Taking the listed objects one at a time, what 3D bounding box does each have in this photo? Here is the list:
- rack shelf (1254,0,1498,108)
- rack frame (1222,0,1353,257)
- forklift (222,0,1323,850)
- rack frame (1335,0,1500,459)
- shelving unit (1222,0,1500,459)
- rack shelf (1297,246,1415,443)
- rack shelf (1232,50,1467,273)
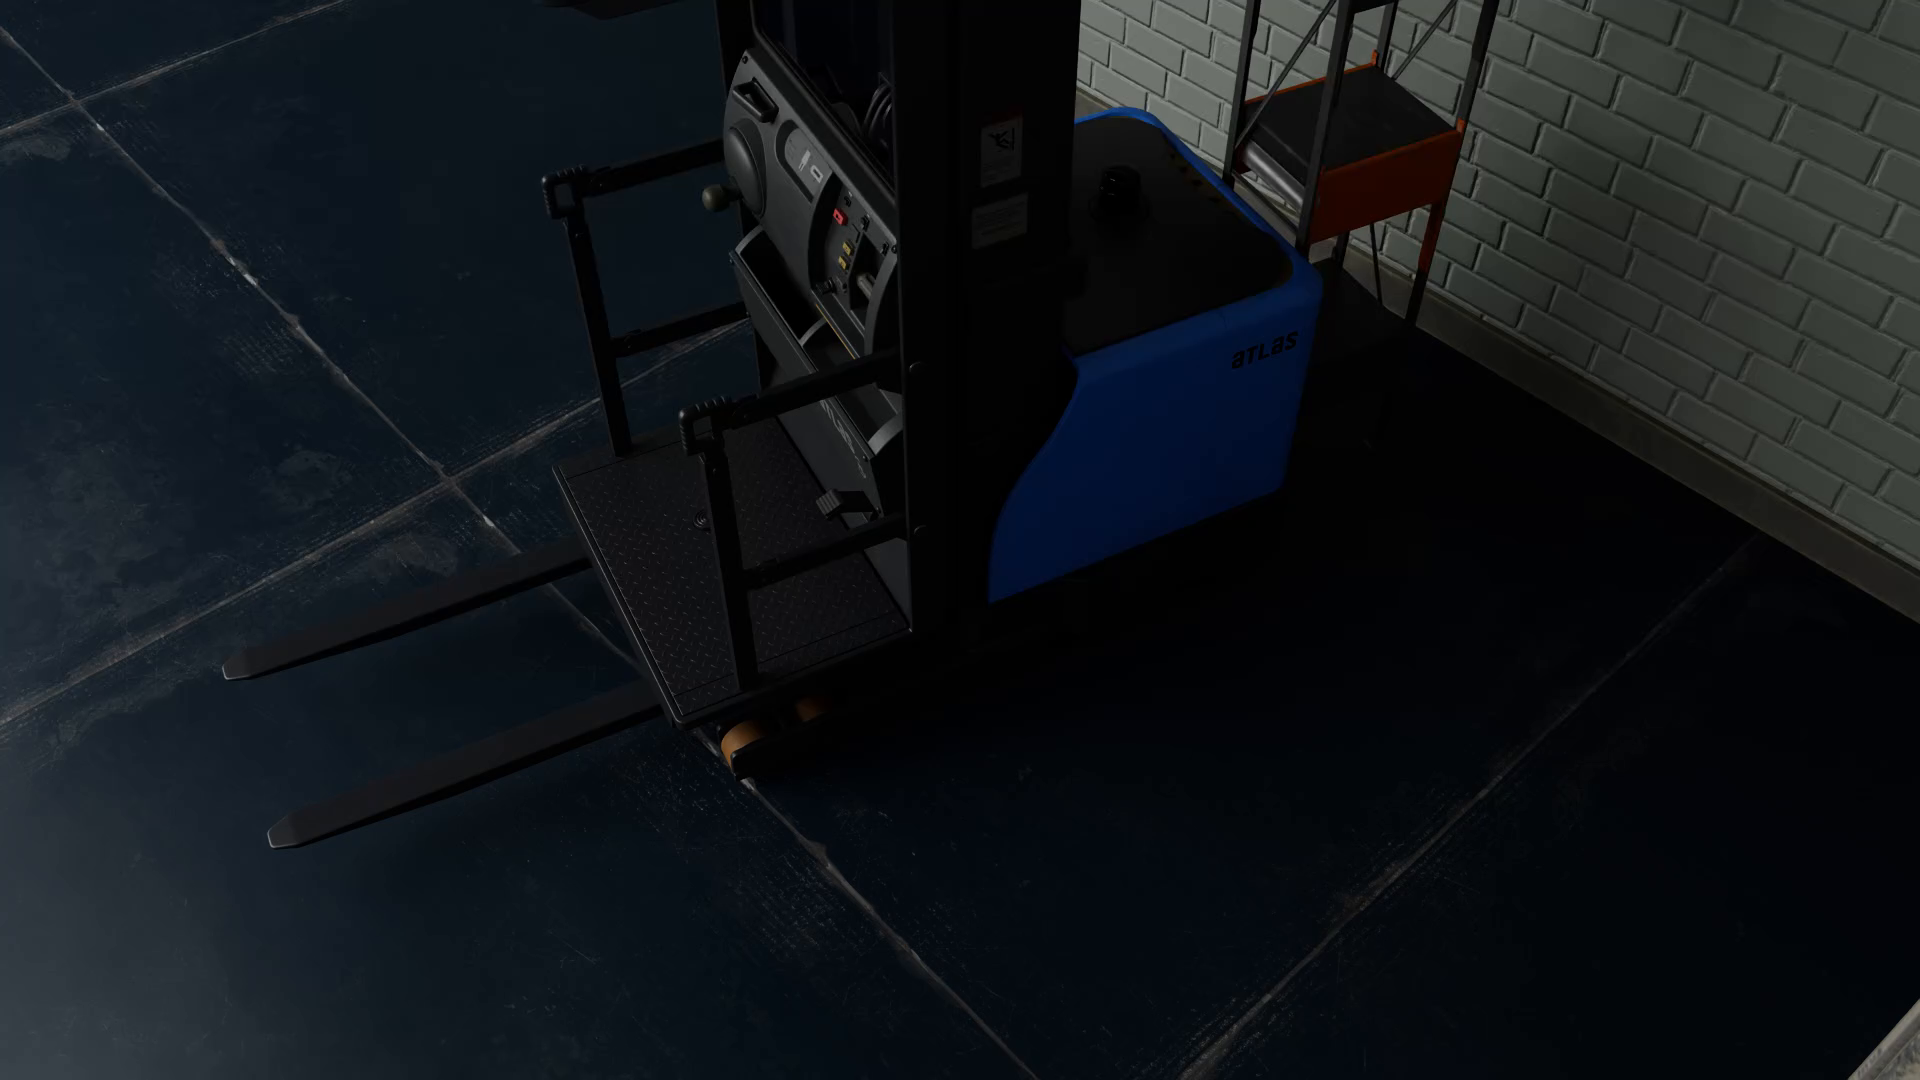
[{"bbox_3d":[1.078,-1.497,4.269,0.480,0.518,0.431,-21,51,-18],"label":"rack shelf"},{"bbox_3d":[0.861,-0.950,4.698,0.015,2.100,0.400,-21,51,-18],"label":"rack frame"},{"bbox_3d":[-0.555,-0.784,3.979,3.031,2.935,1.130,-21,51,-18],"label":"forklift"},{"bbox_3d":[1.295,-1.114,4.849,0.015,2.100,0.400,-21,51,-18],"label":"rack frame"},{"bbox_3d":[1.078,-1.032,4.773,0.503,2.100,0.431,-21,51,-18],"label":"shelving unit"},{"bbox_3d":[1.078,-0.548,5.298,0.480,0.518,0.431,-21,51,-18],"label":"rack shelf"},{"bbox_3d":[1.078,-1.022,4.783,0.480,0.518,0.431,-21,51,-18],"label":"rack shelf"}]
